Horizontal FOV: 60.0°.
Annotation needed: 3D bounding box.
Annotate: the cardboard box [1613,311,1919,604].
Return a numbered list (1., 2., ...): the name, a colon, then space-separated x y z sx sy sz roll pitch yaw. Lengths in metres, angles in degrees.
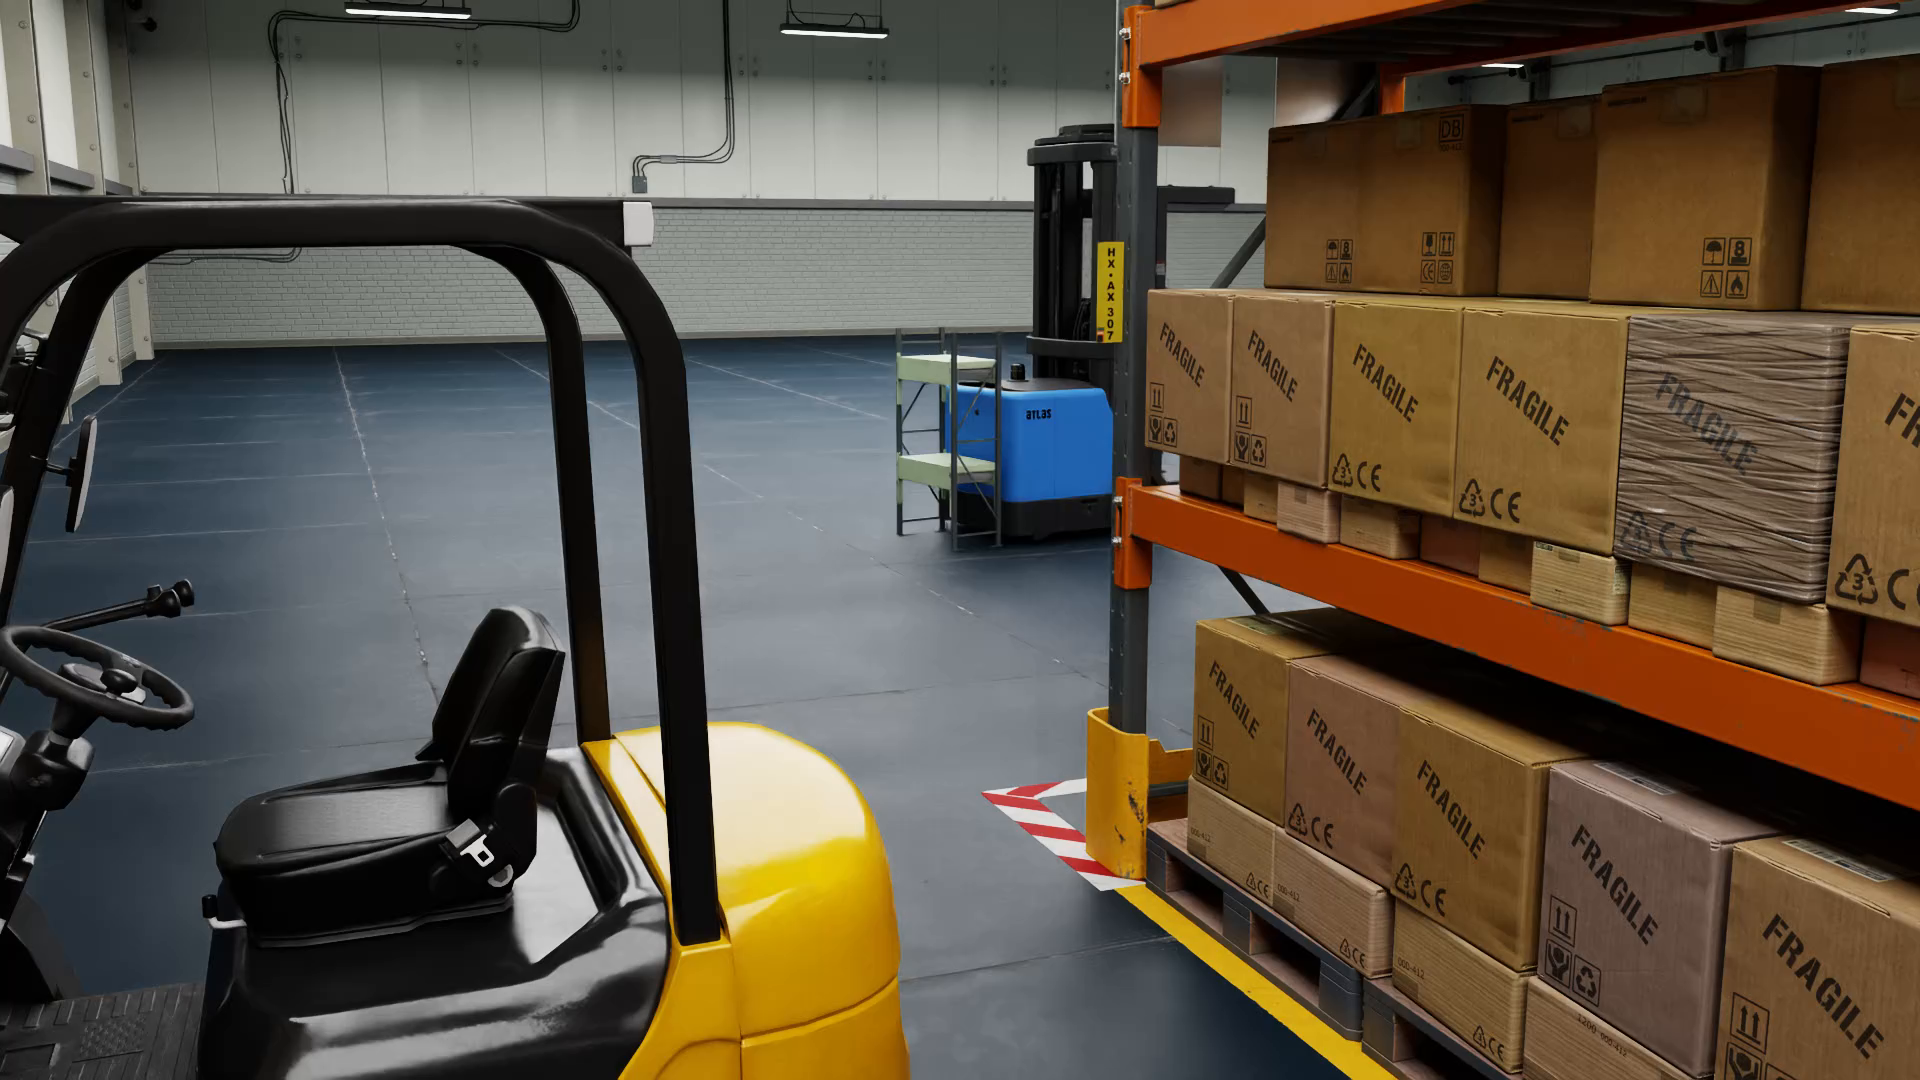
1. cardboard box: 1.671 -0.185 3.260 0.500 0.500 0.500 -4 11 -19

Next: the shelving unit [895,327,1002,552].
1. shelving unit: -0.086 -0.732 11.754 0.431 1.500 0.755 -6 12 -32

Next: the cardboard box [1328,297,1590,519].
1. cardboard box: 1.289 -0.351 4.192 0.500 0.500 0.500 -4 11 -22

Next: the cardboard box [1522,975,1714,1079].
1. cardboard box: 1.602 1.134 3.635 0.500 0.250 0.500 -4 11 -20

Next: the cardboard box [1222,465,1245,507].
1. cardboard box: 1.034 -0.185 5.111 0.380 0.149 0.250 -4 11 -20

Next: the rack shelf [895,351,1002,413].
1. rack shelf: -0.086 -1.117 11.686 0.431 0.370 0.720 -6 12 -32

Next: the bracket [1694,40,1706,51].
1. bracket: 15.967 -10.618 35.642 0.235 0.232 0.430 -4 11 -21

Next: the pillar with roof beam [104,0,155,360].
1. pillar with roof beam: -11.072 -8.055 31.506 9.100 9.000 0.548 -4 11 -21

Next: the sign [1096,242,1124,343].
1. sign: 0.494 -0.809 5.432 0.100 0.325 0.005 -4 11 -21

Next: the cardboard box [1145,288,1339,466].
1. cardboard box: 0.912 -0.518 5.133 0.500 0.500 0.500 -4 11 -22

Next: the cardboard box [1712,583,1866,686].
1. cardboard box: 1.677 0.160 3.170 0.380 0.149 0.250 -4 11 -22

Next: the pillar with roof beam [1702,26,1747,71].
1. pillar with roof beam: 12.436 -8.528 34.167 9.100 9.000 0.548 -4 11 -21

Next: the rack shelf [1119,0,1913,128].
1. rack shelf: 1.724 -1.214 3.666 1.077 0.370 4.000 -4 11 -21

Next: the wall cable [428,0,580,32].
1. wall cable: -9.514 -11.911 34.646 3.097 2.526 0.112 -4 11 -21

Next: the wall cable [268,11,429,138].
1. wall cable: -12.398 -9.476 33.940 3.097 2.526 0.112 -4 11 -21

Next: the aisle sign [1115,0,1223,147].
1. aisle sign: 0.688 -1.688 5.420 0.394 0.787 0.004 -4 11 -21

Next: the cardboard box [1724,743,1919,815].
1. cardboard box: 2.095 0.729 3.770 0.500 0.500 0.500 -3 11 -18

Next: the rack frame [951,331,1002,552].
1. rack frame: 0.113 -0.679 11.451 0.400 1.500 0.023 -6 12 -32

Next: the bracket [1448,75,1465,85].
1. bracket: 12.934 -11.985 43.322 0.235 0.232 0.430 -4 11 -21

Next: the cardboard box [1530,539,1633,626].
1. cardboard box: 1.485 0.077 3.639 0.380 0.149 0.250 -4 11 -20

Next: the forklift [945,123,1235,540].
1. forklift: 1.365 -1.610 12.602 3.031 2.935 1.130 -6 12 -32

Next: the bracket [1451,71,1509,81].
1. bracket: 13.148 -11.888 42.780 0.076 0.066 3.189 -4 11 -21

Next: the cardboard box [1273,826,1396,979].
1. cardboard box: 1.212 0.963 4.596 0.500 0.250 0.500 -3 11 -19

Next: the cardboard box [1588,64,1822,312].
1. cardboard box: 1.896 -0.786 3.783 0.700 0.500 0.500 -4 11 -21

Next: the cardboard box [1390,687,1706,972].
1. cardboard box: 1.411 0.681 4.038 0.500 0.500 0.500 -4 11 -20

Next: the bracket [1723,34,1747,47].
1. bracket: 16.268 -10.483 34.880 0.235 0.232 0.430 -4 11 -21

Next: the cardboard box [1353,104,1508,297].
1. cardboard box: 1.564 -0.953 4.721 0.700 0.500 0.500 -4 11 -20

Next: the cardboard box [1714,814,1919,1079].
1. cardboard box: 1.798 0.851 3.083 0.500 0.500 0.500 -4 11 -20

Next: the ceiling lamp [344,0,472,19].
1. ceiling lamp: -9.258 -10.326 27.608 2.000 3.185 0.800 -4 11 -21

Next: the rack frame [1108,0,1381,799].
1. rack frame: 0.999 -0.417 5.701 1.000 3.000 0.127 -4 11 -21

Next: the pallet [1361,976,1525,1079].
1. pallet: 1.727 1.302 4.000 1.003 0.211 1.213 -4 11 -21

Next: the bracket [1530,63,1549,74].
1. bracket: 14.094 -11.462 40.386 0.235 0.232 0.430 -4 11 -21

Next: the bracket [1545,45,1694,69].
1. bracket: 15.028 -11.042 38.022 0.076 0.066 4.783 -4 11 -21

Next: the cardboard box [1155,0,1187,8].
1. cardboard box: 0.817 -1.696 5.041 0.380 0.149 0.250 -4 11 -21

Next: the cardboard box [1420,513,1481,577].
1. cardboard box: 1.381 -0.013 4.143 0.380 0.149 0.250 -4 11 -19

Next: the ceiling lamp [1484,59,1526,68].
1. ceiling lamp: 11.051 -11.709 35.382 2.000 3.185 0.800 -4 11 -21

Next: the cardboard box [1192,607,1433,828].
1. cardboard box: 1.043 0.513 4.979 0.500 0.500 0.500 -4 11 -23

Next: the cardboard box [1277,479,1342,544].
1. cardboard box: 1.104 -0.092 4.590 0.380 0.149 0.250 -4 11 -20

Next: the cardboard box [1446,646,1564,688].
1. cardboard box: 1.725 0.560 4.720 0.500 0.500 0.500 -3 11 -19
